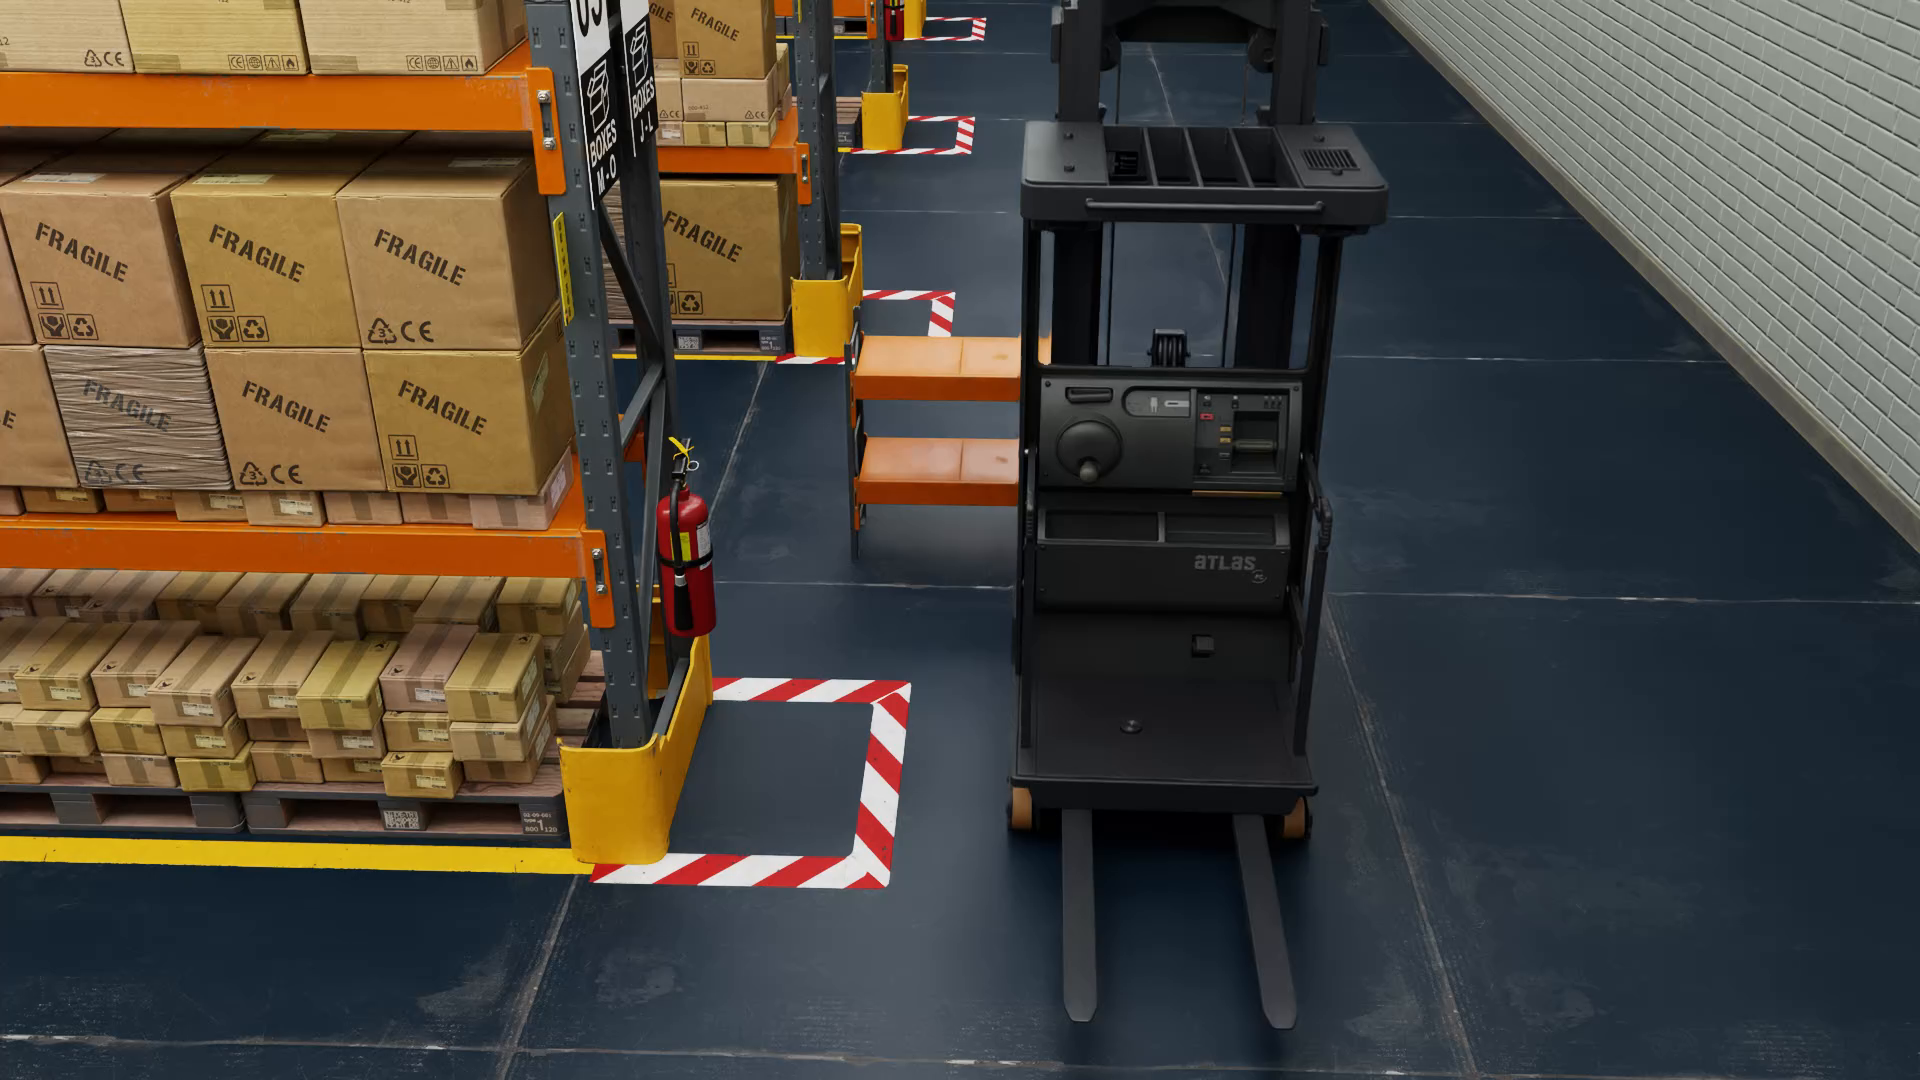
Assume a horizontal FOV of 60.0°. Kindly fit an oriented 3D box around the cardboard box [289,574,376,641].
[{"bbox_3d":[-2.442,0.244,6.548,0.250,0.149,0.380,0,28,-1],"label":"cardboard box"}]

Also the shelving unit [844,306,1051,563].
[{"bbox_3d":[0.007,-0.497,7.986,1.048,1.125,0.538,1,28,2],"label":"shelving unit"}]

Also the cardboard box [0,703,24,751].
[{"bbox_3d":[-3.505,0.615,6.165,0.250,0.149,0.380,1,28,1],"label":"cardboard box"}]

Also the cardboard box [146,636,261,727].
[{"bbox_3d":[-2.730,0.511,6.044,0.250,0.149,0.380,2,28,4],"label":"cardboard box"}]

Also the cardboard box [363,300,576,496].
[{"bbox_3d":[-1.611,-0.485,5.537,0.500,0.500,0.500,2,28,3],"label":"cardboard box"}]

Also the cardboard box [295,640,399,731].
[{"bbox_3d":[-2.203,0.523,6.021,0.250,0.149,0.380,0,28,1],"label":"cardboard box"}]

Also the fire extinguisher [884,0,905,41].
[{"bbox_3d":[-0.567,-4.646,14.293,0.183,0.674,0.296,1,28,2],"label":"fire extinguisher"}]

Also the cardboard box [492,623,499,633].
[{"bbox_3d":[-1.939,0.361,6.644,0.250,0.149,0.380,1,28,2],"label":"cardboard box"}]

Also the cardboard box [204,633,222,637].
[{"bbox_3d":[-2.980,0.398,6.574,0.250,0.149,0.380,2,28,4],"label":"cardboard box"}]

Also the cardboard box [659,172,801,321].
[{"bbox_3d":[-1.519,-1.962,10.568,0.875,0.875,0.875,1,28,2],"label":"cardboard box"}]

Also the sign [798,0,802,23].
[{"bbox_3d":[-0.910,-3.104,9.414,0.005,0.325,0.100,1,28,2],"label":"sign"}]

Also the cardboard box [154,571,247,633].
[{"bbox_3d":[-2.981,0.209,6.613,0.250,0.149,0.380,1,28,3],"label":"cardboard box"}]

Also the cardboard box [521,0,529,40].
[{"bbox_3d":[-1.593,-1.808,5.416,0.500,0.250,0.500,2,28,4],"label":"cardboard box"}]

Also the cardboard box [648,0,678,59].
[{"bbox_3d":[-1.847,-3.281,10.279,0.500,0.500,0.500,0,28,1],"label":"cardboard box"}]

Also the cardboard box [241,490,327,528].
[{"bbox_3d":[-2.243,-0.196,5.686,0.250,0.149,0.380,2,28,3],"label":"cardboard box"}]

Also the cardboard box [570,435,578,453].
[{"bbox_3d":[-1.465,-0.470,6.202,0.250,0.149,0.380,1,28,1],"label":"cardboard box"}]

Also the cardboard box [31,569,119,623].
[{"bbox_3d":[-3.480,0.194,6.641,0.250,0.149,0.380,0,28,0],"label":"cardboard box"}]

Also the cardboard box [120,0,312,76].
[{"bbox_3d":[-2.127,-1.570,4.966,0.500,0.250,0.500,1,28,2],"label":"cardboard box"}]

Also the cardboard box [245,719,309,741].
[{"bbox_3d":[-2.475,0.585,6.221,0.250,0.149,0.380,1,28,1],"label":"cardboard box"}]

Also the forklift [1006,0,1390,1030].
[{"bbox_3d":[0.745,-0.344,5.769,1.130,2.935,3.031,1,28,3],"label":"forklift"}]

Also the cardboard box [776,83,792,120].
[{"bbox_3d":[-1.220,-2.791,10.581,0.250,0.149,0.380,1,28,2],"label":"cardboard box"}]

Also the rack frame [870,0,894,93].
[{"bbox_3d":[-0.702,-5.060,14.593,0.127,3.000,1.000,1,28,2],"label":"rack frame"}]

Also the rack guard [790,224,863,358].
[{"bbox_3d":[-0.853,-1.637,10.804,0.348,0.500,1.175,1,28,2],"label":"rack guard"}]

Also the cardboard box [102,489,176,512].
[{"bbox_3d":[-2.773,-0.247,5.781,0.250,0.149,0.380,0,28,0],"label":"cardboard box"}]

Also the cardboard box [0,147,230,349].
[{"bbox_3d":[-2.645,-0.943,5.335,0.500,0.500,0.500,2,28,4],"label":"cardboard box"}]

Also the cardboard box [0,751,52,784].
[{"bbox_3d":[-3.500,0.745,6.238,0.250,0.149,0.380,0,28,0],"label":"cardboard box"}]

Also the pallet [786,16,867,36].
[{"bbox_3d":[-1.396,-6.161,19.646,1.213,0.211,1.003,1,28,2],"label":"pallet"}]

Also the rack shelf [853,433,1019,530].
[{"bbox_3d":[0.007,-0.281,8.101,1.000,0.278,0.538,1,28,2],"label":"rack shelf"}]

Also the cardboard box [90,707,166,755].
[{"bbox_3d":[-2.983,0.622,6.151,0.250,0.149,0.380,2,28,4],"label":"cardboard box"}]

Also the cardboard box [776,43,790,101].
[{"bbox_3d":[-1.347,-2.941,10.439,0.500,0.250,0.500,0,28,0],"label":"cardboard box"}]

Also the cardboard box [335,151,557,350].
[{"bbox_3d":[-1.619,-0.930,5.311,0.500,0.500,0.500,0,28,1],"label":"cardboard box"}]

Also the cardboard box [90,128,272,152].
[{"bbox_3d":[-2.616,-1.195,5.810,0.500,0.500,0.500,0,28,1],"label":"cardboard box"}]

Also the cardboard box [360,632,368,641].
[{"bbox_3d":[-2.439,0.343,6.678,0.250,0.149,0.380,2,28,3],"label":"cardboard box"}]

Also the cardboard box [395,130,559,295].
[{"bbox_3d":[-1.592,-1.171,5.764,0.500,0.500,0.500,1,28,1],"label":"cardboard box"}]

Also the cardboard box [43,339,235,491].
[{"bbox_3d":[-2.633,-0.499,5.565,0.500,0.500,0.500,1,28,2],"label":"cardboard box"}]

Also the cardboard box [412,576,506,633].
[{"bbox_3d":[-1.944,0.273,6.492,0.250,0.149,0.380,1,28,3],"label":"cardboard box"}]

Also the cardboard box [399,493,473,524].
[{"bbox_3d":[-1.736,-0.206,5.704,0.250,0.149,0.380,1,28,2],"label":"cardboard box"}]

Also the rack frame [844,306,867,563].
[{"bbox_3d":[-0.501,-0.505,8.002,0.032,1.125,0.500,1,28,2],"label":"rack frame"}]

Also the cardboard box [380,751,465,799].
[{"bbox_3d":[-1.947,0.784,6.164,0.250,0.149,0.380,2,28,3],"label":"cardboard box"}]

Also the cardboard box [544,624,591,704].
[{"bbox_3d":[-1.665,0.494,6.712,0.250,0.149,0.380,2,28,3],"label":"cardboard box"}]

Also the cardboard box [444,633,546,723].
[{"bbox_3d":[-1.691,0.499,6.066,0.250,0.149,0.380,1,28,2],"label":"cardboard box"}]

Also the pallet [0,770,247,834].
[{"bbox_3d":[-3.256,0.757,6.596,1.213,0.211,1.003,1,28,2],"label":"pallet"}]

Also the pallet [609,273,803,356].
[{"bbox_3d":[-1.679,-1.486,10.829,1.213,0.211,1.003,1,28,2],"label":"pallet"}]

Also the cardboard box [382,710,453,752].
[{"bbox_3d":[-1.950,0.616,6.163,0.250,0.149,0.380,0,28,1],"label":"cardboard box"}]

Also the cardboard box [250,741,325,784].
[{"bbox_3d":[-2.455,0.742,6.244,0.250,0.149,0.380,1,28,2],"label":"cardboard box"}]

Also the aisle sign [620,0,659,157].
[{"bbox_3d":[-1.069,-1.710,5.497,0.004,0.787,0.394,1,28,2],"label":"aisle sign"}]

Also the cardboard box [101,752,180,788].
[{"bbox_3d":[-2.985,0.753,6.223,0.250,0.149,0.380,1,28,3],"label":"cardboard box"}]

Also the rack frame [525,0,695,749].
[{"bbox_3d":[-1.153,-0.422,5.843,0.127,3.000,1.000,1,28,2],"label":"rack frame"}]

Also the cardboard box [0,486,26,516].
[{"bbox_3d":[-3.292,-0.237,5.764,0.250,0.149,0.380,2,28,4],"label":"cardboard box"}]

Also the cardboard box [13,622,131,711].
[{"bbox_3d":[-3.253,0.464,6.133,0.250,0.149,0.380,1,28,2],"label":"cardboard box"}]

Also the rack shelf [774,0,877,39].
[{"bbox_3d":[-2.701,-4.775,14.824,4.000,0.370,1.077,1,28,2],"label":"rack shelf"}]

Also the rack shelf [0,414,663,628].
[{"bbox_3d":[-3.152,-0.137,6.074,4.000,0.370,1.077,1,28,2],"label":"rack shelf"}]

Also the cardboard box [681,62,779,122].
[{"bbox_3d":[-1.371,-2.691,9.966,0.500,0.250,0.500,1,28,1],"label":"cardboard box"}]

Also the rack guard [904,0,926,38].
[{"bbox_3d":[-0.599,-6.276,19.555,0.348,0.500,1.175,1,28,2],"label":"rack guard"}]

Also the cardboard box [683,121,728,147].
[{"bbox_3d":[-1.504,-2.486,10.006,0.250,0.149,0.380,1,28,2],"label":"cardboard box"}]
